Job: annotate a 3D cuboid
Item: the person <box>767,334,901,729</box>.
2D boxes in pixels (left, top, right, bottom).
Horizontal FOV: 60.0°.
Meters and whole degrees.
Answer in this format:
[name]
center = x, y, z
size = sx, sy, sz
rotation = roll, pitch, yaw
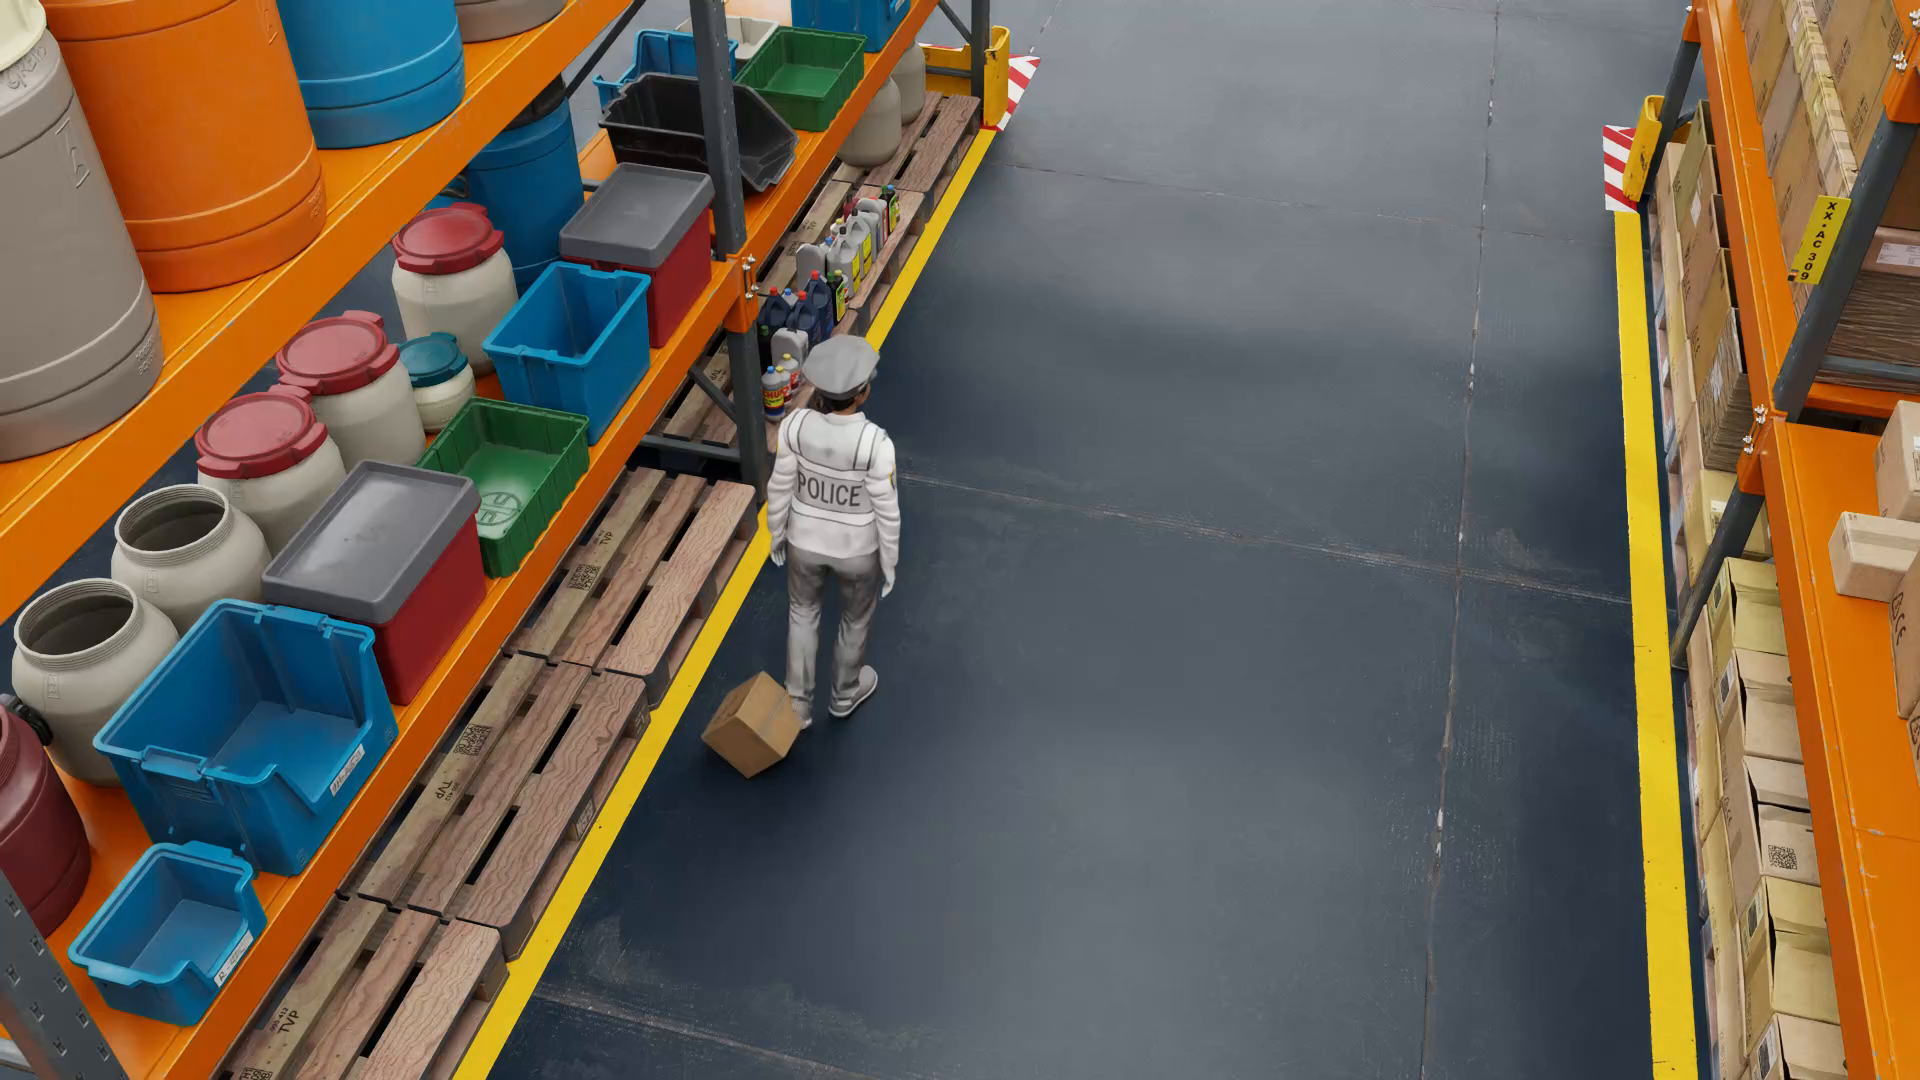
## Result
[person]
center = -0.481, 0.058, 6.081
size = 0.533, 1.667, 0.541
rotation = 10, 42, 12
